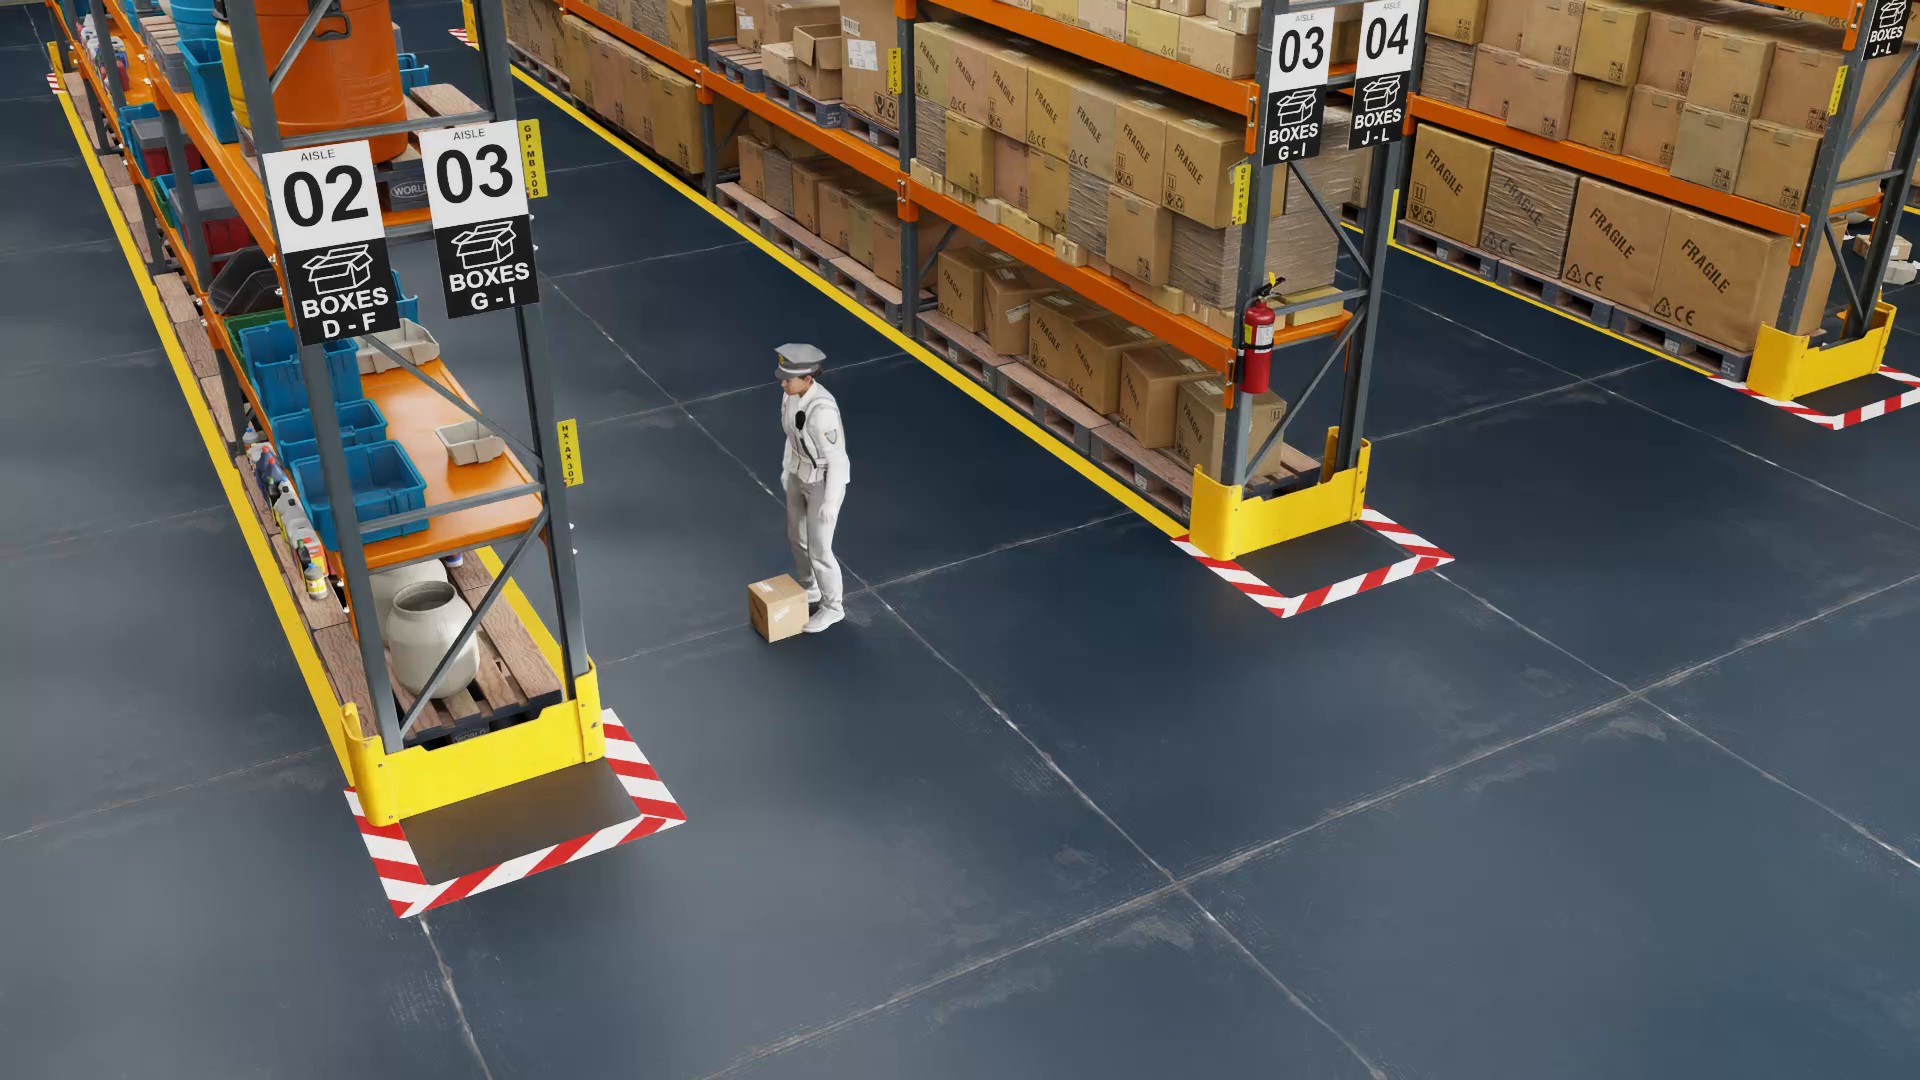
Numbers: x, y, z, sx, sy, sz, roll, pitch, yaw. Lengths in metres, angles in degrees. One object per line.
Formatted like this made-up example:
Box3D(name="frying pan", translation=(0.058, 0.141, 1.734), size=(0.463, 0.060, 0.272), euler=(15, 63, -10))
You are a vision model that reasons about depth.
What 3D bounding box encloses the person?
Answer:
Box3D(name="person", translation=(-0.809, -0.297, 9.085), size=(0.373, 1.662, 0.538), euler=(-18, 34, -29))
